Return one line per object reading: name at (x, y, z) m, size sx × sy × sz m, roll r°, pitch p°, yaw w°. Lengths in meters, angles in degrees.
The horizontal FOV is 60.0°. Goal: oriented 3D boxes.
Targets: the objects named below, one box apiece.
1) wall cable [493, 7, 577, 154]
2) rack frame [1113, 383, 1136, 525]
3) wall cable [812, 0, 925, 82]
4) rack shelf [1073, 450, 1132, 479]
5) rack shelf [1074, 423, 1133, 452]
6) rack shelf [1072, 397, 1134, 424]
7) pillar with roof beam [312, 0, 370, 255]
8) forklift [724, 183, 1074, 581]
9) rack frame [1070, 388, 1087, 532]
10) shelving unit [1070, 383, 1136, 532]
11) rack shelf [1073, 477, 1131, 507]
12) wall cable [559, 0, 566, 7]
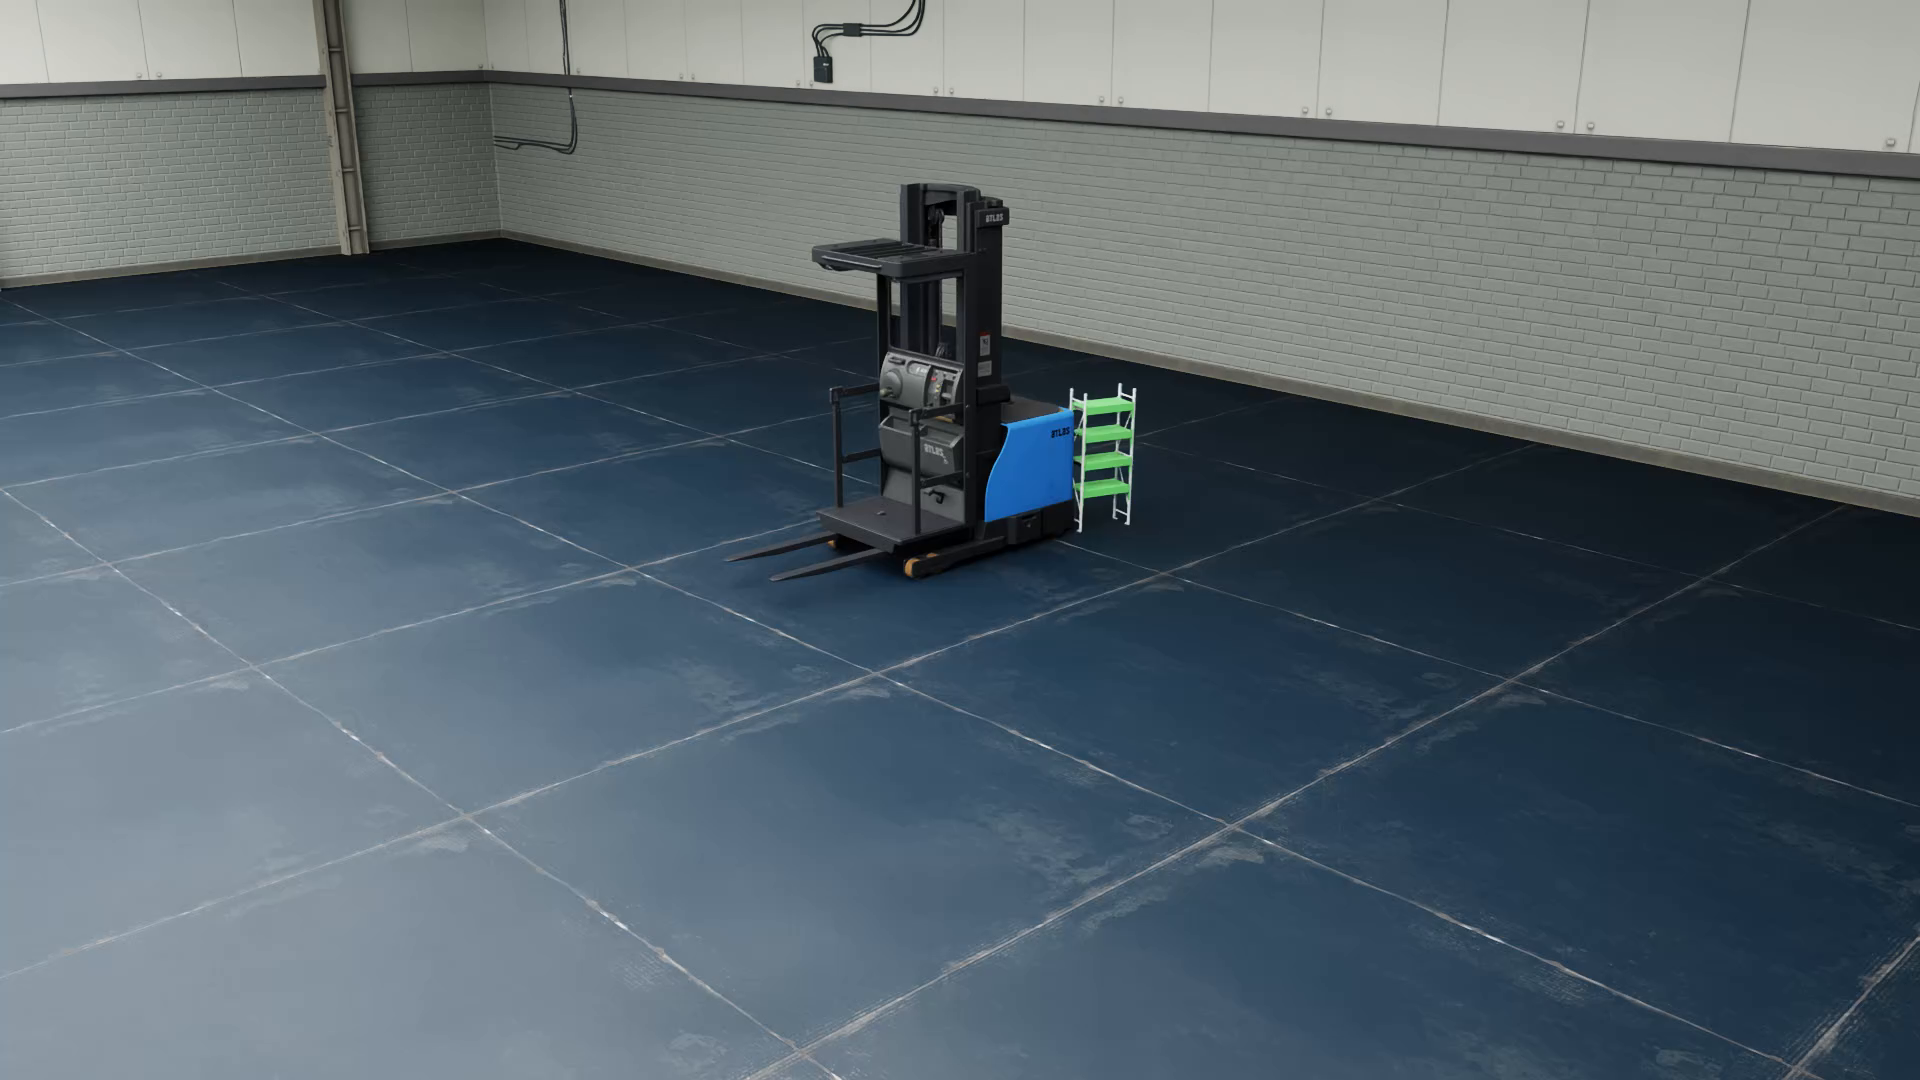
wall cable at (-7.809, -8.280, 29.968) m, size 0.112 × 2.526 × 3.097 m, roll -16°, pitch 24°, yaw -41°
rack frame at (1.413, -0.736, 14.309) m, size 0.015 × 1.200 × 0.240 m, roll -8°, pitch 20°, yaw -27°
wall cable at (-1.299, -9.244, 22.392) m, size 0.169 × 6.003 × 2.305 m, roll -16°, pitch 24°, yaw -41°
rack shelf at (1.197, -0.644, 14.218) m, size 0.480 × 0.148 × 0.258 m, roll -8°, pitch 20°, yaw -27°
rack shelf at (1.201, -0.873, 14.145) m, size 0.480 × 0.148 × 0.258 m, roll -8°, pitch 20°, yaw -27°
rack shelf at (1.204, -1.102, 14.073) m, size 0.480 × 0.148 × 0.258 m, roll -8°, pitch 20°, yaw -27°
pillar with roof beam at (-7.901, -8.465, 25.502) m, size 0.400 × 9.000 × 9.100 m, roll -16°, pitch 24°, yaw -41°
forklift at (-0.469, -1.266, 13.139) m, size 3.031 × 2.935 × 1.130 m, roll -15°, pitch 23°, yaw -39°
rack frame at (0.983, -0.673, 14.087) m, size 0.015 × 1.200 × 0.240 m, roll -8°, pitch 20°, yaw -27°
shelving unit at (1.198, -0.705, 14.198) m, size 0.503 × 1.200 × 0.258 m, roll -8°, pitch 20°, yaw -27°
rack shelf at (1.193, -0.415, 14.290) m, size 0.480 × 0.148 × 0.258 m, roll -8°, pitch 20°, yaw -27°
wall cable at (-5.951, -10.076, 27.319) m, size 0.112 × 2.526 × 3.097 m, roll -16°, pitch 24°, yaw -41°
